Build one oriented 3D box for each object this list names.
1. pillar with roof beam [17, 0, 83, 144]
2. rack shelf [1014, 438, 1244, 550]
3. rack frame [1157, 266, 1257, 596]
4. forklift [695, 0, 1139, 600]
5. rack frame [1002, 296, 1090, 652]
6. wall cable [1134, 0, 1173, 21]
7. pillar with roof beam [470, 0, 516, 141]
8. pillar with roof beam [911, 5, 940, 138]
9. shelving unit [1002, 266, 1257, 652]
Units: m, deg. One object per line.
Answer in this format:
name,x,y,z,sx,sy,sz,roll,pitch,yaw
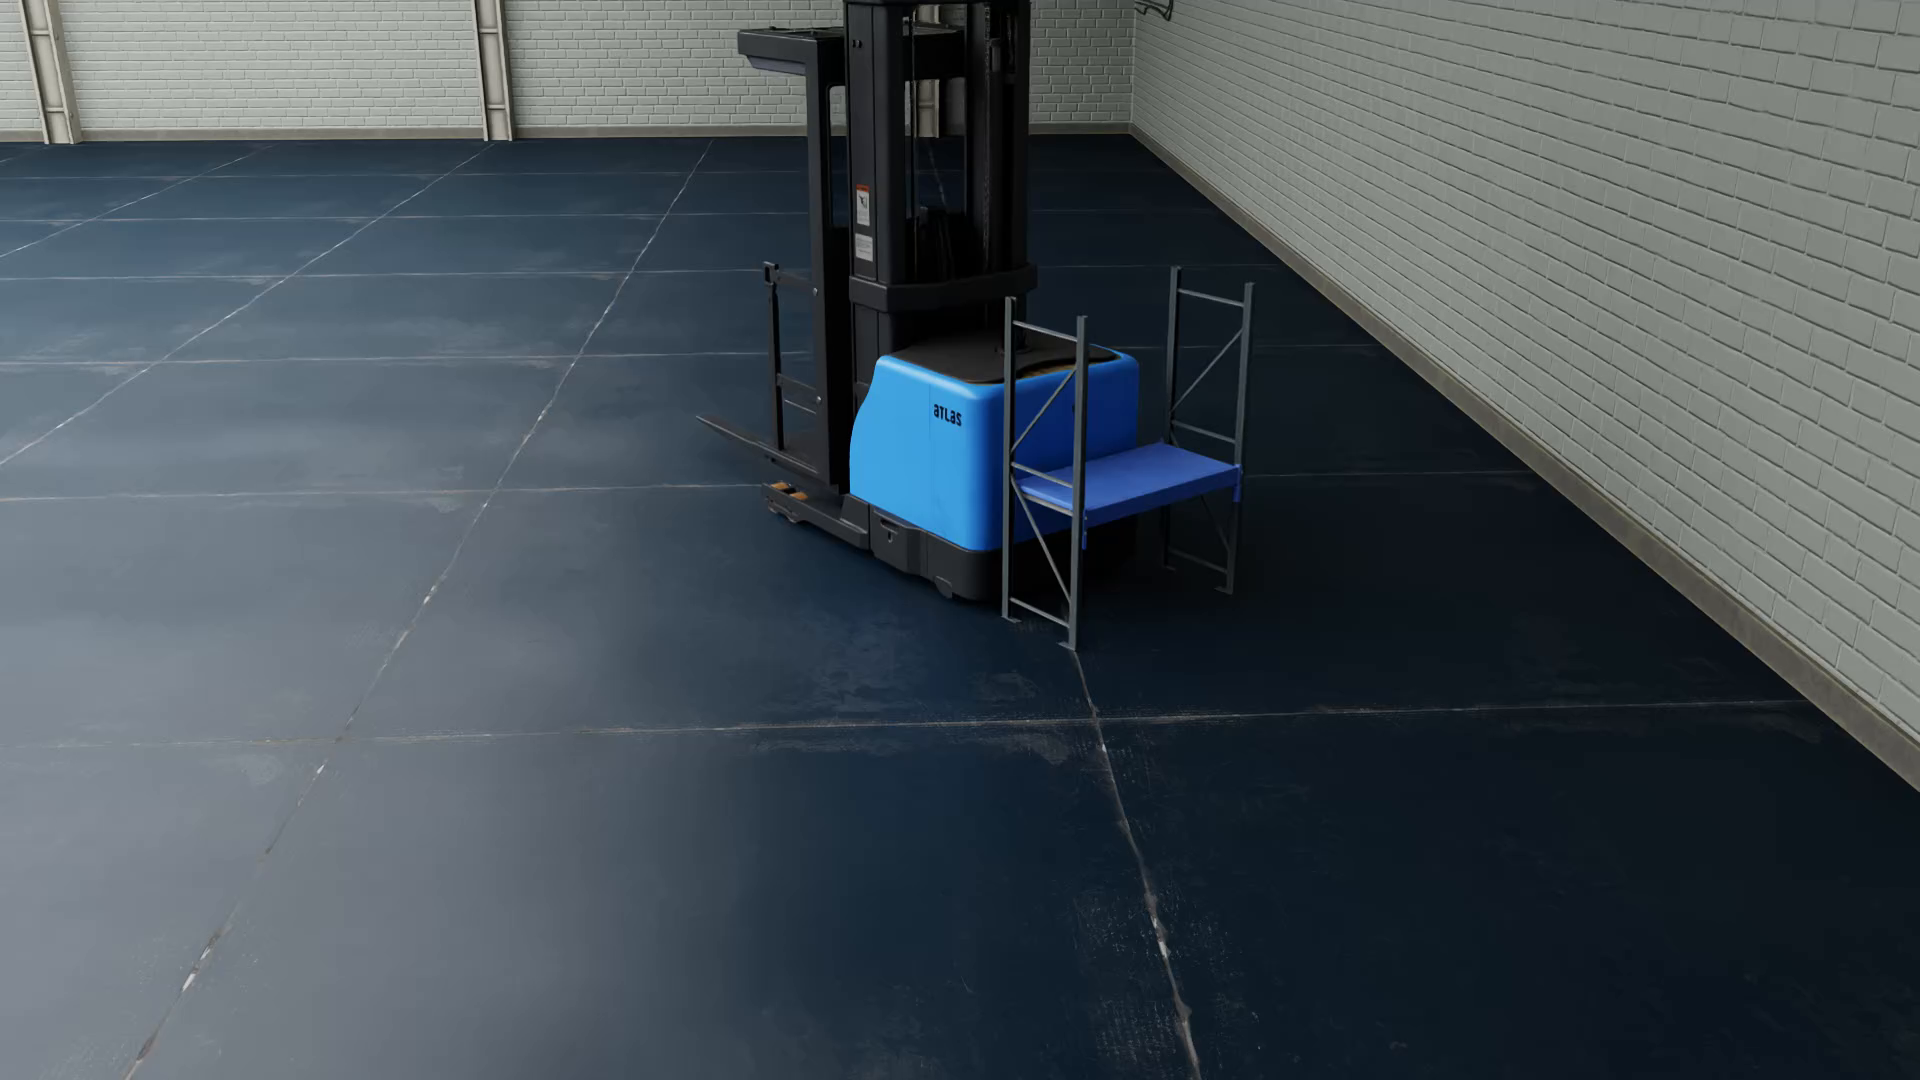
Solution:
pillar with roof beam,-12.234,-8.215,17.551,0.400,9.000,9.100,-1,21,-3
rack shelf,0.758,-0.224,7.607,1.000,0.185,0.538,-16,26,-36
rack frame,1.153,-0.506,7.842,0.032,1.500,0.500,-16,26,-36
forklift,-0.415,-1.550,8.574,1.130,2.935,3.031,-15,25,-34
rack frame,0.363,-0.278,7.244,0.032,1.500,0.500,-16,26,-36
wall cable,2.517,-8.127,21.684,0.112,2.526,3.097,-1,21,-3
pillar with roof beam,-6.244,-8.337,17.871,0.400,9.000,9.100,-1,21,-3
pillar with roof beam,-0.254,-8.459,18.191,0.400,9.000,9.100,-1,21,-3
shelving unit,0.758,-0.392,7.543,1.048,1.500,0.538,-16,26,-36
